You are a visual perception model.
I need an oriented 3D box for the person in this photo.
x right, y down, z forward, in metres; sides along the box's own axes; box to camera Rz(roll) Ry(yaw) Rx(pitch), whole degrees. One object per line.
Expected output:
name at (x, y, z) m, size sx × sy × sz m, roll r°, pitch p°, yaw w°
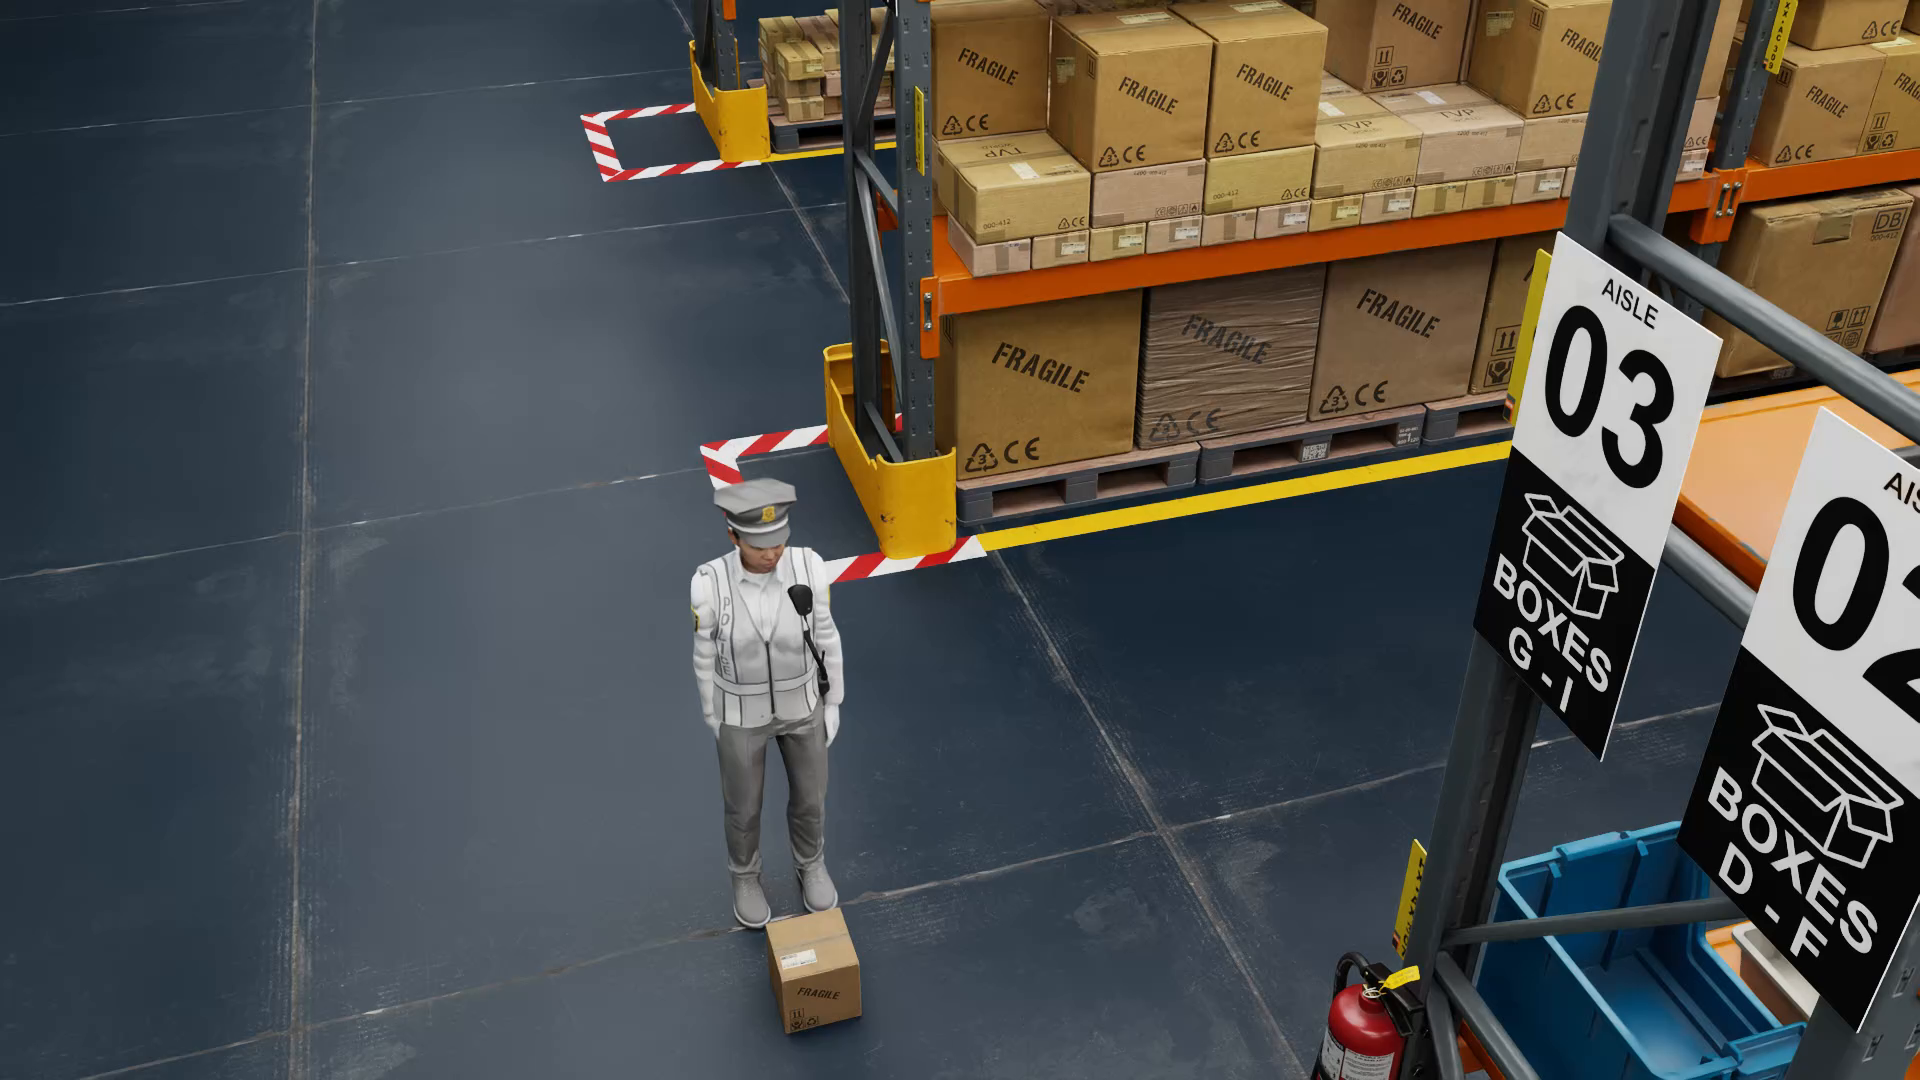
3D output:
person at (-0.595, 0.549, 5.329) m, size 0.468 × 1.669 × 0.329 m, roll -9°, pitch 35°, yaw -14°
